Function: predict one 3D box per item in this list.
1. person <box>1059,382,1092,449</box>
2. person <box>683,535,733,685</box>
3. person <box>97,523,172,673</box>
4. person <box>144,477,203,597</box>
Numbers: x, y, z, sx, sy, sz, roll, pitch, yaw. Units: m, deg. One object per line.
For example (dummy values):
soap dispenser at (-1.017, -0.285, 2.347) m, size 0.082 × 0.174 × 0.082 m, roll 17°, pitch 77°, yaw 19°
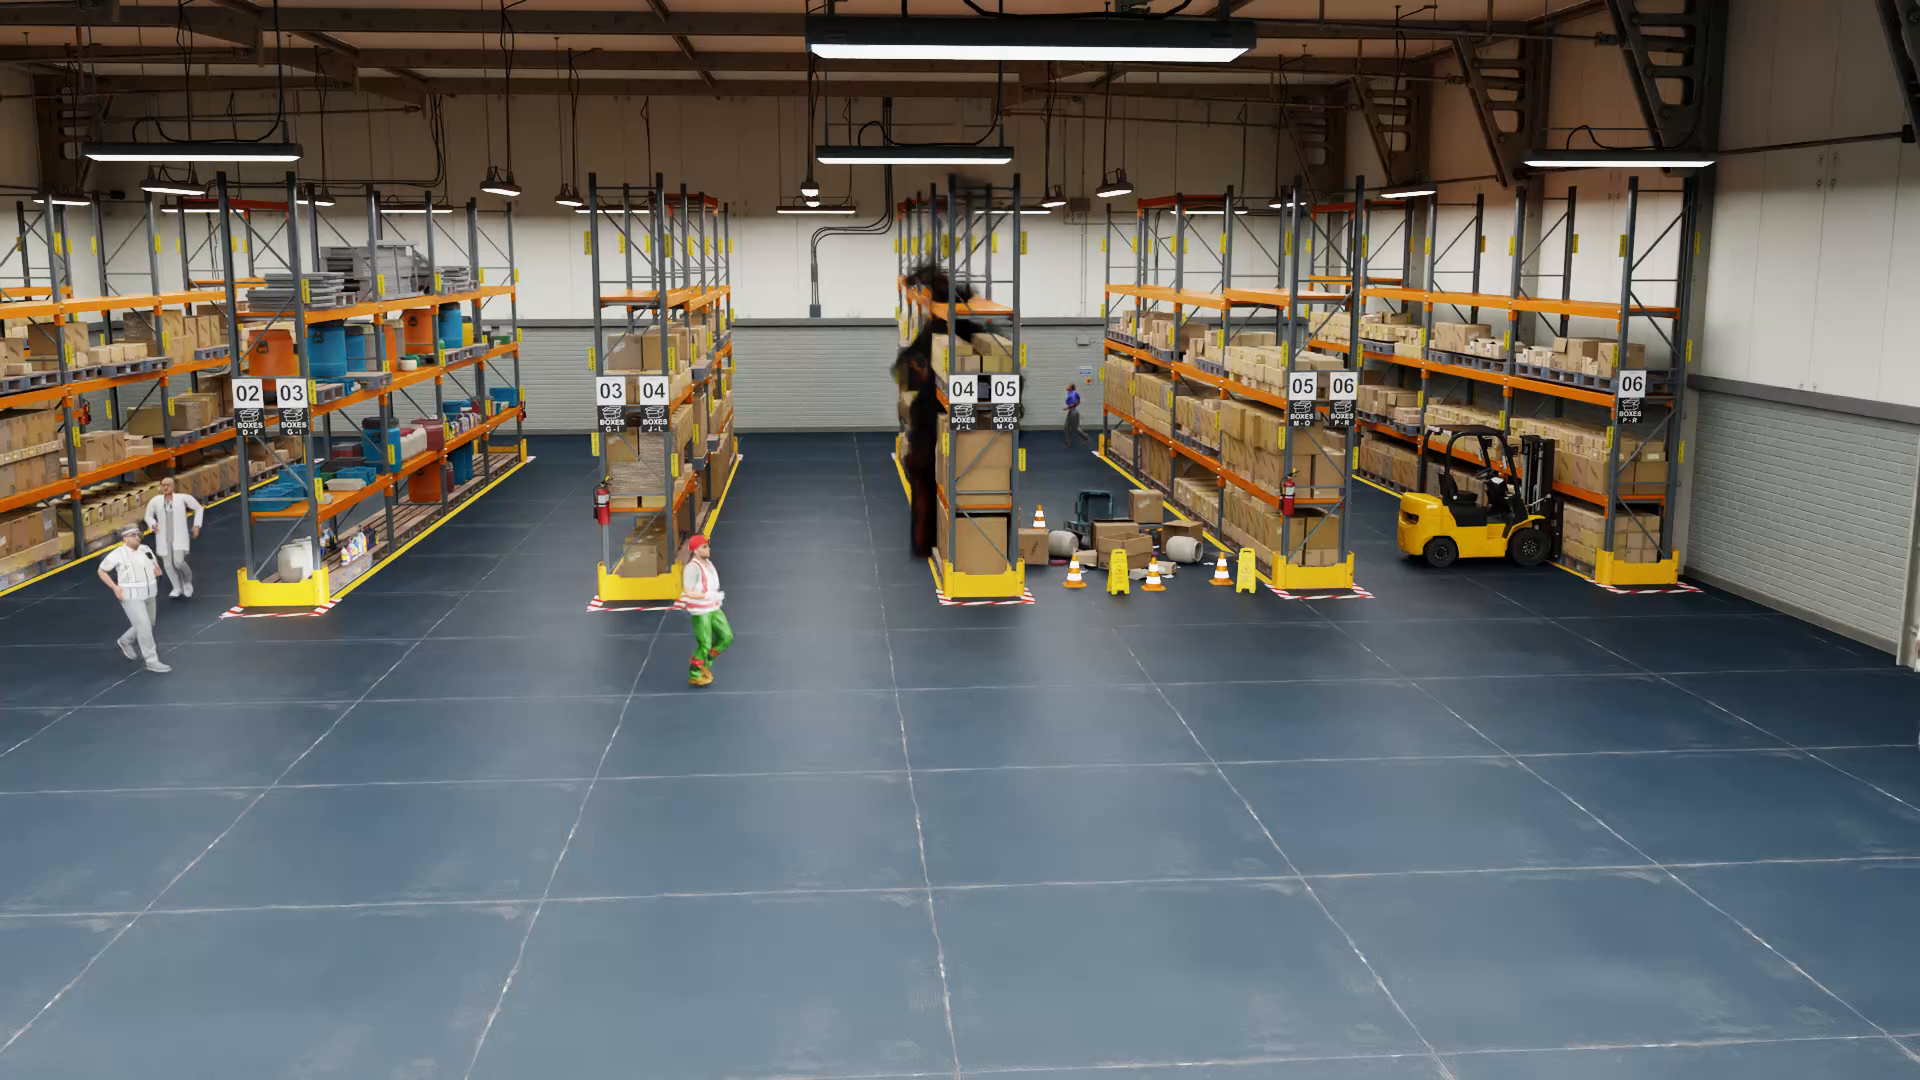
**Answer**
person at (2.877, -3.084, 41.457) m, size 0.791 × 1.690 × 0.586 m, roll 0°, pitch 10°, yaw 1°
person at (-2.862, 0.808, 19.005) m, size 0.604 × 1.750 × 0.640 m, roll 5°, pitch 11°, yaw 24°
person at (-9.777, 0.659, 19.772) m, size 0.962 × 1.757 × 0.668 m, roll 4°, pitch 11°, yaw 23°
person at (-11.235, -0.017, 23.750) m, size 0.747 × 1.756 × 0.680 m, roll -2°, pitch 10°, yaw -11°
